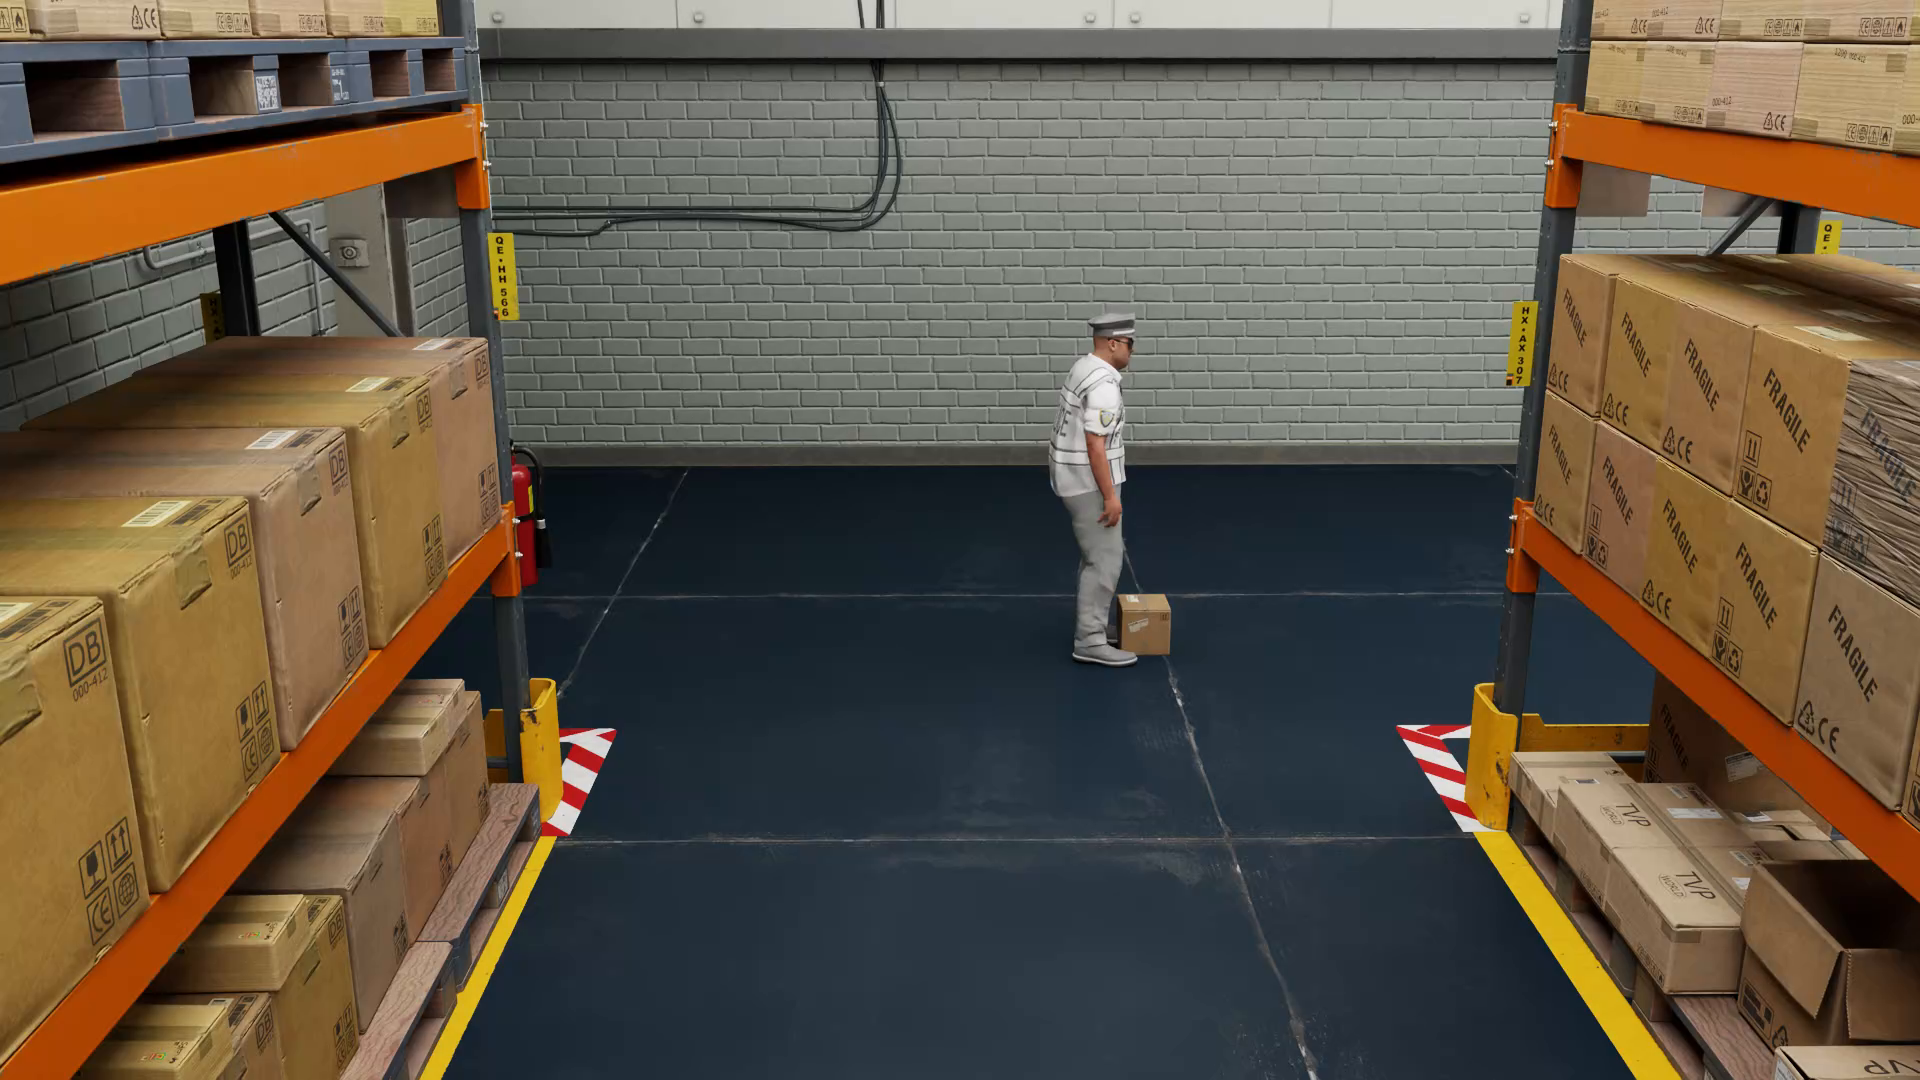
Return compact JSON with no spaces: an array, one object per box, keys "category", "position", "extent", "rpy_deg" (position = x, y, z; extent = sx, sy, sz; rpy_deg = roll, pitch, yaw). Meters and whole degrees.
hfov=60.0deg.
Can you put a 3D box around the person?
[{"category":"person","position":[0.697,-0.275,8.431],"extent":[0.480,1.747,0.601],"rpy_deg":[-1,17,-4]}]
